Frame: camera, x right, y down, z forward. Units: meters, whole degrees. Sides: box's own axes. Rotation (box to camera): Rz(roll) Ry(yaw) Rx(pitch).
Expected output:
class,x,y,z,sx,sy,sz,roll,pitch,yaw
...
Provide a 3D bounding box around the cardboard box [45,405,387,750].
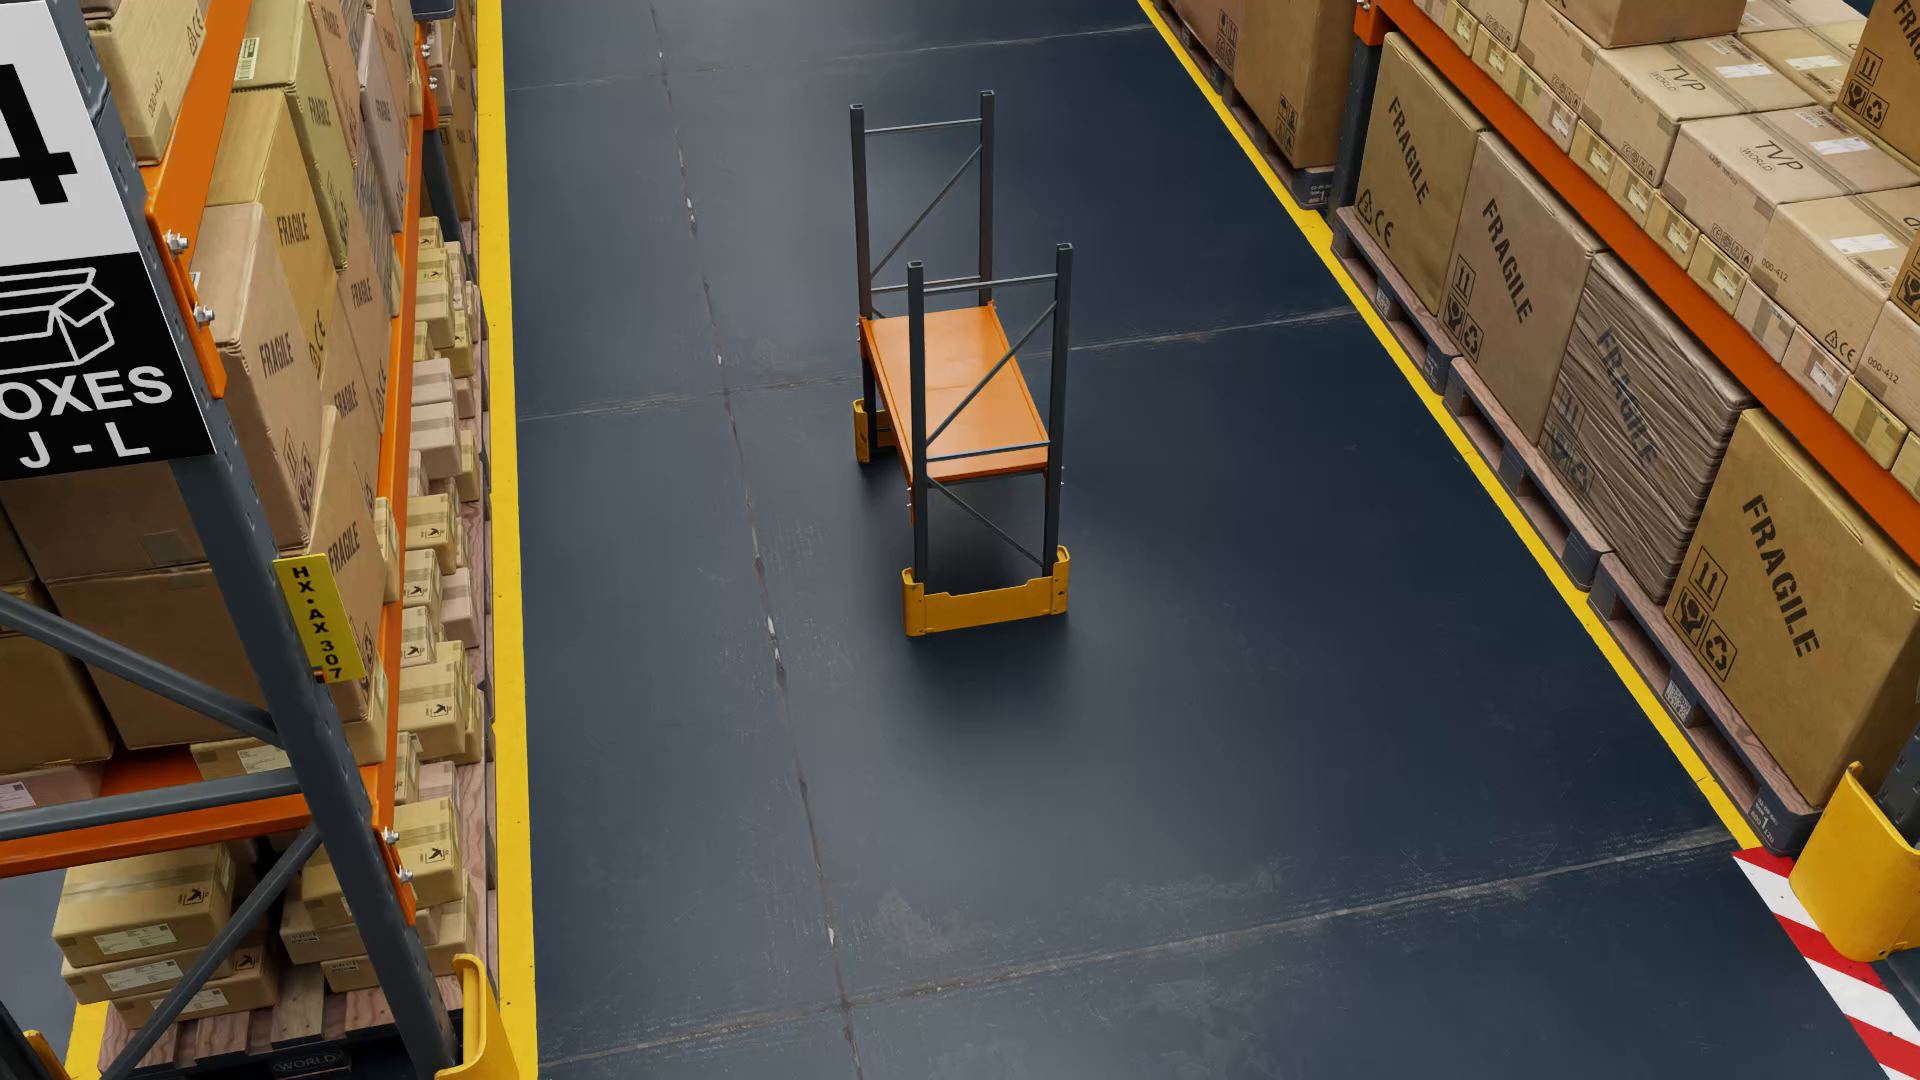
class,x,y,z,sx,sy,sz,roll,pitch,yaw
cardboard box,-1.576,0.077,3.605,0.500,0.500,0.500,-6,42,-7

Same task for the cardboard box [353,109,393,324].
class,x,y,z,sx,sy,sz,roll,pitch,yaw
cardboard box,-1.925,-0.915,4.722,0.500,0.500,0.500,-9,42,-10

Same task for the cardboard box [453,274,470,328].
class,x,y,z,sx,sy,sz,roll,pitch,yaw
cardboard box,-2.163,-0.907,6.619,0.380,0.149,0.250,-10,43,-11

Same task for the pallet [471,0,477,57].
class,x,y,z,sx,sy,sz,roll,pitch,yaw
pallet,-3.308,-3.080,9.561,1.003,0.211,1.213,-8,42,-9

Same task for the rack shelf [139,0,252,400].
class,x,y,z,sx,sy,sz,roll,pitch,yaw
rack shelf,-2.180,-1.593,4.068,1.077,0.370,4.000,-8,42,-9

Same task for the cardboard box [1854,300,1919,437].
class,x,y,z,sx,sy,sz,roll,pitch,yaw
cardboard box,2.753,-0.420,4.353,0.500,0.250,0.500,-9,42,-10

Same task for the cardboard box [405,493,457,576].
class,x,y,z,sx,sy,sz,roll,pitch,yaw
cardboard box,-1.833,0.004,5.369,0.380,0.149,0.250,-8,42,-9

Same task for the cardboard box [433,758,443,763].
class,x,y,z,sx,sy,sz,roll,pitch,yaw
cardboard box,-1.746,0.762,4.963,0.380,0.149,0.250,-8,42,-9

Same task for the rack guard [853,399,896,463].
class,x,y,z,sx,sy,sz,roll,pitch,yaw
rack guard,-0.124,-0.466,6.586,0.587,0.250,0.087,-8,42,-9

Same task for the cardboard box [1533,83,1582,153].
class,x,y,z,sx,sy,sz,roll,pitch,yaw
cardboard box,2.272,-1.509,5.879,0.380,0.149,0.250,-8,42,-9

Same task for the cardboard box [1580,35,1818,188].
class,x,y,z,sx,sy,sz,roll,pitch,yaw
cardboard box,2.417,-1.416,5.475,0.500,0.250,0.500,-8,42,-9

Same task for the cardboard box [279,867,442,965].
class,x,y,z,sx,sy,sz,roll,pitch,yaw
cardboard box,-1.611,0.977,4.496,0.380,0.149,0.250,-7,42,-7

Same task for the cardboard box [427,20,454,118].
class,x,y,z,sx,sy,sz,roll,pitch,yaw
cardboard box,-2.513,-2.056,7.309,0.500,0.250,0.500,-10,43,-11

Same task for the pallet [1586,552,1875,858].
class,x,y,z,sx,sy,sz,roll,pitch,yaw
pallet,2.867,0.447,5.588,1.003,0.211,1.213,-8,42,-9

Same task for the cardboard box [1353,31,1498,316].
class,x,y,z,sx,sy,sz,roll,pitch,yaw
cardboard box,2.317,-1.605,7.083,0.875,0.875,0.875,-8,42,-9

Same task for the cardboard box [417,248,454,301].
class,x,y,z,sx,sy,sz,roll,pitch,yaw
cardboard box,-2.187,-0.997,6.497,0.380,0.149,0.250,-8,42,-9

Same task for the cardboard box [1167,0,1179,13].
class,x,y,z,sx,sy,sz,roll,pitch,yaw
cardboard box,1.703,-3.608,9.339,1.225,0.875,0.875,-8,42,-9

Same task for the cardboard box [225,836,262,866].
class,x,y,z,sx,sy,sz,roll,pitch,yaw
cardboard box,-2.108,0.765,4.512,0.380,0.149,0.250,-8,42,-8

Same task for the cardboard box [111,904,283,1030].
class,x,y,z,sx,sy,sz,roll,pitch,yaw
cardboard box,-2.066,1.154,4.522,0.380,0.149,0.250,-8,42,-9

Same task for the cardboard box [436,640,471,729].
class,x,y,z,sx,sy,sz,roll,pitch,yaw
cardboard box,-1.704,0.464,5.075,0.380,0.149,0.250,-7,42,-8

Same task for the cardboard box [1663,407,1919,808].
class,x,y,z,sx,sy,sz,roll,pitch,yaw
cardboard box,2.900,0.145,5.111,0.875,0.875,0.875,-8,42,-9

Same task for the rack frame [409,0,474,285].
class,x,y,z,sx,sy,sz,roll,pitch,yaw
rack frame,-2.612,-2.037,6.285,1.000,3.000,0.127,-8,42,-9

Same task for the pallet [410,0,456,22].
class,x,y,z,sx,sy,sz,roll,pitch,yaw
pallet,-2.635,-2.481,6.930,1.003,0.211,1.213,-8,42,-9

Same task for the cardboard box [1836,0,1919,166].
class,x,y,z,sx,sy,sz,roll,pitch,yaw
cardboard box,3.051,-1.434,4.930,0.500,0.500,0.500,-9,42,-10

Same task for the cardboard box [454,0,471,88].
class,x,y,z,sx,sy,sz,roll,pitch,yaw
cardboard box,-2.754,-2.456,8.324,0.500,0.500,0.500,-8,42,-9

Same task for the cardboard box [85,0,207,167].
class,x,y,z,sx,sy,sz,roll,pitch,yaw
cardboard box,-1.596,-0.837,2.787,0.500,0.250,0.500,-7,42,-8

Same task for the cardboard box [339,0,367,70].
class,x,y,z,sx,sy,sz,roll,pitch,yaw
cardboard box,-2.033,-1.625,4.769,0.500,0.500,0.500,-7,42,-8

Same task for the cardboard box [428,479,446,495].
class,x,y,z,sx,sy,sz,roll,pitch,yaw
cardboard box,-2.017,-0.220,5.845,0.380,0.149,0.250,-10,43,-11

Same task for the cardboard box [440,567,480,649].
class,x,y,z,sx,sy,sz,roll,pitch,yaw
cardboard box,-1.811,0.255,5.535,0.380,0.149,0.250,-10,43,-11

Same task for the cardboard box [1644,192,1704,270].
class,x,y,z,sx,sy,sz,roll,pitch,yaw
cardboard box,2.440,-1.009,5.316,0.380,0.149,0.250,-8,42,-9

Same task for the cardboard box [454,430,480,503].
class,x,y,z,sx,sy,sz,roll,pitch,yaw
cardboard box,-1.971,-0.251,6.105,0.380,0.149,0.250,-8,42,-9

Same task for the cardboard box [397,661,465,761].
class,x,y,z,sx,sy,sz,roll,pitch,yaw
cardboard box,-1.636,0.511,4.798,0.380,0.149,0.250,-8,42,-9

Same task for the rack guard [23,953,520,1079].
class,x,y,z,sx,sy,sz,roll,pitch,yaw
rack guard,-1.765,1.442,4.249,1.175,0.500,0.348,-8,42,-9

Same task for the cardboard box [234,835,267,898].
class,x,y,z,sx,sy,sz,roll,pitch,yaw
cardboard box,-2.145,0.876,4.611,0.380,0.149,0.250,-9,42,-10

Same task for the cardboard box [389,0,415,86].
class,x,y,z,sx,sy,sz,roll,pitch,yaw
cardboard box,-2.232,-1.912,5.845,0.500,0.500,0.500,-8,42,-9

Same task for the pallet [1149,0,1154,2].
class,x,y,z,sx,sy,sz,roll,pitch,yaw
pallet,1.486,-3.710,10.271,1.003,0.211,1.213,-8,42,-9

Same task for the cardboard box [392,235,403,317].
class,x,y,z,sx,sy,sz,roll,pitch,yaw
cardboard box,-1.914,-0.788,5.068,0.380,0.149,0.250,-8,42,-8

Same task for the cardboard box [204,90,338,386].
class,x,y,z,sx,sy,sz,roll,pitch,yaw
cardboard box,-1.701,-0.622,3.638,0.500,0.500,0.500,-7,42,-8

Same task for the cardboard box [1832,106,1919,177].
class,x,y,z,sx,sy,sz,roll,pitch,yaw
cardboard box,3.053,-1.156,5.182,0.500,0.250,0.500,-10,43,-11

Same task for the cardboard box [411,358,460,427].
class,x,y,z,sx,sy,sz,roll,pitch,yaw
cardboard box,-1.998,-0.495,5.931,0.380,0.149,0.250,-10,43,-11

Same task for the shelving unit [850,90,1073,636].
class,x,y,z,sx,sy,sz,roll,pitch,yaw
shelving unit,-0.016,-0.610,5.808,0.587,1.500,1.083,-8,42,-9

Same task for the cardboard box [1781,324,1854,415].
class,x,y,z,sx,sy,sz,roll,pitch,yaw
cardboard box,2.607,-0.511,4.755,0.380,0.149,0.250,-8,42,-9

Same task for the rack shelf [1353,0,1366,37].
class,x,y,z,sx,sy,sz,roll,pitch,yaw
rack shelf,1.821,-3.709,8.711,1.077,0.370,4.000,-8,42,-9

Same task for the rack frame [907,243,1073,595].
class,x,y,z,sx,sy,sz,roll,pitch,yaw
rack frame,0.091,-0.287,5.443,0.500,1.500,0.032,-8,42,-9

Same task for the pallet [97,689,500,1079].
class,x,y,z,sx,sy,sz,roll,pitch,yaw
pallet,-1.906,1.018,4.944,1.003,0.211,1.213,-8,42,-9

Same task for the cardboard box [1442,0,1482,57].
class,x,y,z,sx,sy,sz,roll,pitch,yaw
cardboard box,2.106,-2.008,6.441,0.380,0.149,0.250,-7,42,-8
